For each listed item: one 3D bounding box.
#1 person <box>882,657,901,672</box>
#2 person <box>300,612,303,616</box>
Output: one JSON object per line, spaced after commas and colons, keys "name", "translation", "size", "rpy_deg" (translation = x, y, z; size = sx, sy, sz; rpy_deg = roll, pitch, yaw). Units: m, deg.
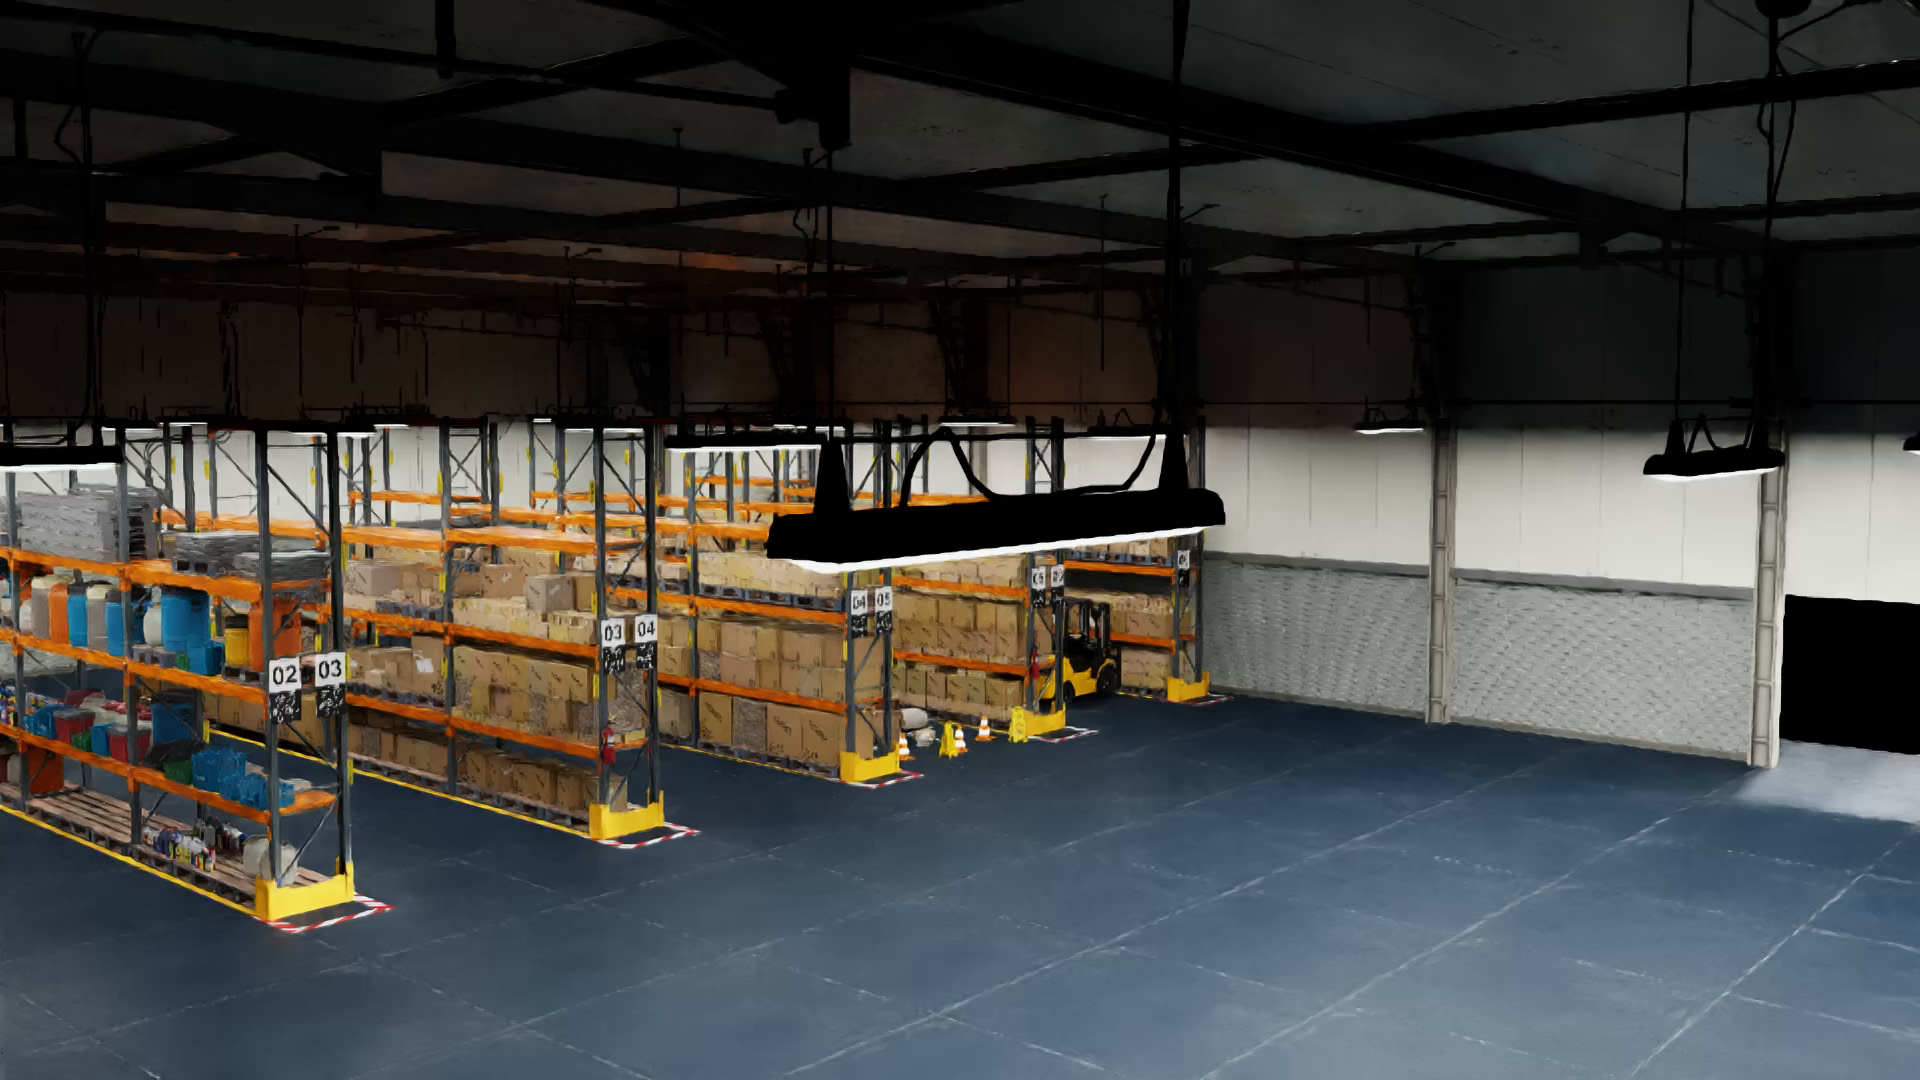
{"name": "person", "translation": [-1.620, 2.307, 38.462], "size": [0.551, 1.641, 0.598], "rpy_deg": [-2, 5, -22]}
{"name": "person", "translation": [-14.524, 2.423, 36.490], "size": [0.737, 1.729, 0.531], "rpy_deg": [4, 6, 38]}
